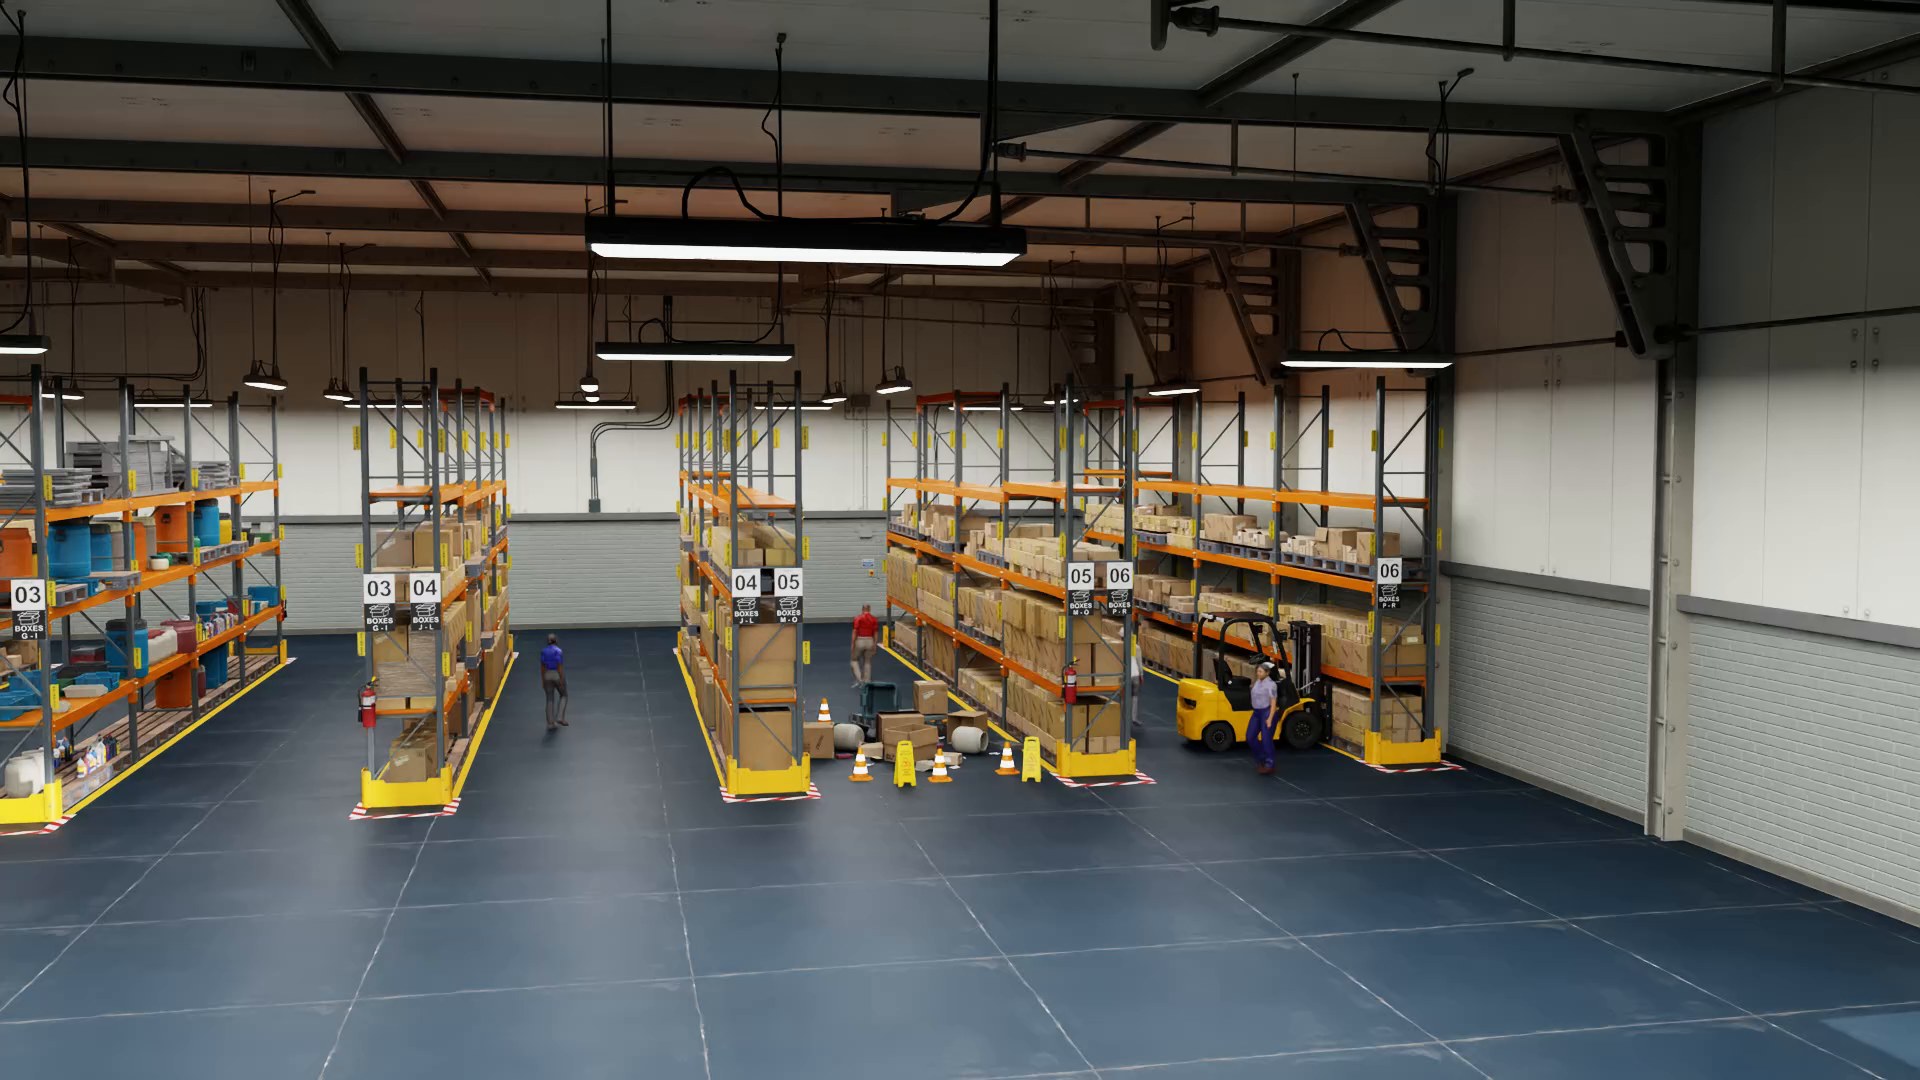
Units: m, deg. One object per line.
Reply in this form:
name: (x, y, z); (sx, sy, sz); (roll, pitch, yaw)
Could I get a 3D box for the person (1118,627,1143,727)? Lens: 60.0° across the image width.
person: (2.899, 2.387, 28.953); (0.570, 1.764, 0.541); (0, 3, 1)

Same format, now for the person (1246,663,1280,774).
person: (4.584, 2.722, 25.077); (0.398, 1.717, 0.528); (-1, 4, -24)

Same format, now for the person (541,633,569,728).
person: (-7.087, 2.452, 28.973); (0.471, 1.655, 0.517); (0, 3, 1)

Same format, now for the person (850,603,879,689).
person: (-1.928, 2.136, 33.505); (0.595, 1.726, 0.451); (-1, 4, -17)
